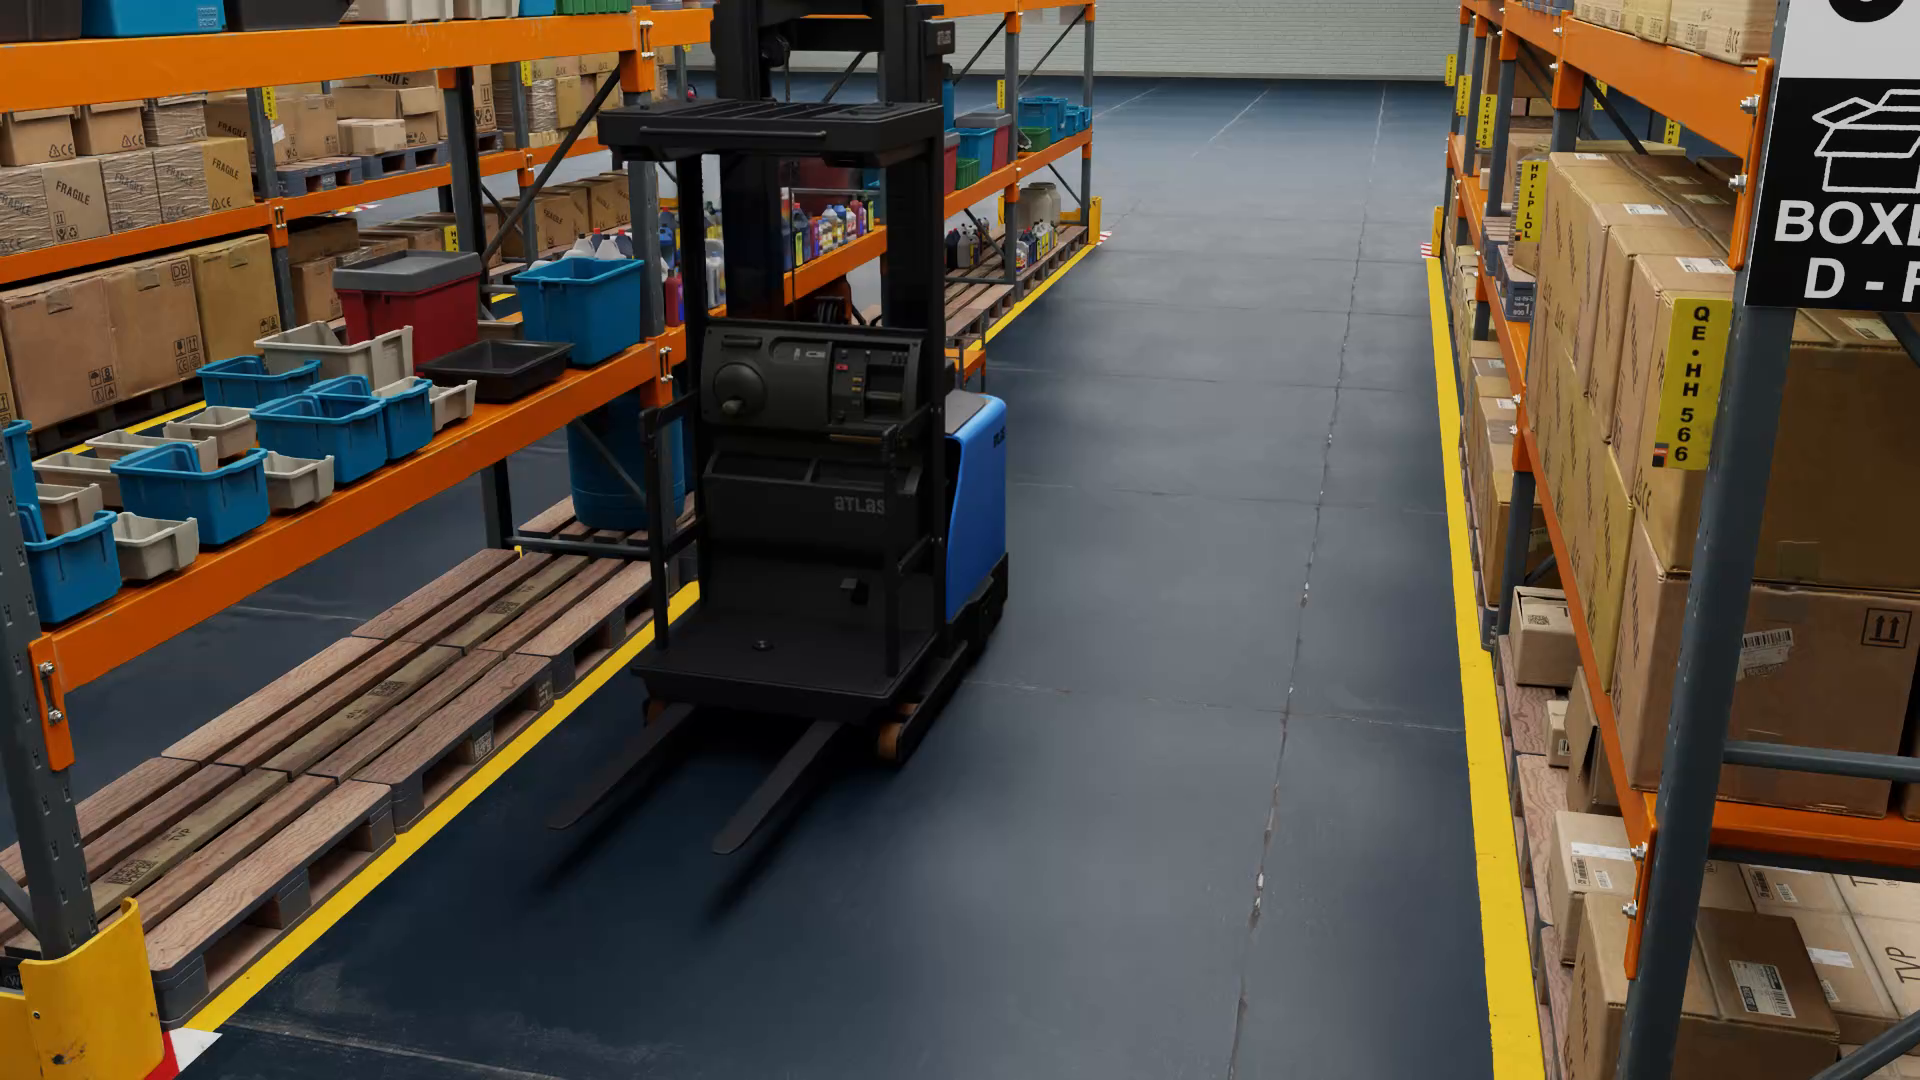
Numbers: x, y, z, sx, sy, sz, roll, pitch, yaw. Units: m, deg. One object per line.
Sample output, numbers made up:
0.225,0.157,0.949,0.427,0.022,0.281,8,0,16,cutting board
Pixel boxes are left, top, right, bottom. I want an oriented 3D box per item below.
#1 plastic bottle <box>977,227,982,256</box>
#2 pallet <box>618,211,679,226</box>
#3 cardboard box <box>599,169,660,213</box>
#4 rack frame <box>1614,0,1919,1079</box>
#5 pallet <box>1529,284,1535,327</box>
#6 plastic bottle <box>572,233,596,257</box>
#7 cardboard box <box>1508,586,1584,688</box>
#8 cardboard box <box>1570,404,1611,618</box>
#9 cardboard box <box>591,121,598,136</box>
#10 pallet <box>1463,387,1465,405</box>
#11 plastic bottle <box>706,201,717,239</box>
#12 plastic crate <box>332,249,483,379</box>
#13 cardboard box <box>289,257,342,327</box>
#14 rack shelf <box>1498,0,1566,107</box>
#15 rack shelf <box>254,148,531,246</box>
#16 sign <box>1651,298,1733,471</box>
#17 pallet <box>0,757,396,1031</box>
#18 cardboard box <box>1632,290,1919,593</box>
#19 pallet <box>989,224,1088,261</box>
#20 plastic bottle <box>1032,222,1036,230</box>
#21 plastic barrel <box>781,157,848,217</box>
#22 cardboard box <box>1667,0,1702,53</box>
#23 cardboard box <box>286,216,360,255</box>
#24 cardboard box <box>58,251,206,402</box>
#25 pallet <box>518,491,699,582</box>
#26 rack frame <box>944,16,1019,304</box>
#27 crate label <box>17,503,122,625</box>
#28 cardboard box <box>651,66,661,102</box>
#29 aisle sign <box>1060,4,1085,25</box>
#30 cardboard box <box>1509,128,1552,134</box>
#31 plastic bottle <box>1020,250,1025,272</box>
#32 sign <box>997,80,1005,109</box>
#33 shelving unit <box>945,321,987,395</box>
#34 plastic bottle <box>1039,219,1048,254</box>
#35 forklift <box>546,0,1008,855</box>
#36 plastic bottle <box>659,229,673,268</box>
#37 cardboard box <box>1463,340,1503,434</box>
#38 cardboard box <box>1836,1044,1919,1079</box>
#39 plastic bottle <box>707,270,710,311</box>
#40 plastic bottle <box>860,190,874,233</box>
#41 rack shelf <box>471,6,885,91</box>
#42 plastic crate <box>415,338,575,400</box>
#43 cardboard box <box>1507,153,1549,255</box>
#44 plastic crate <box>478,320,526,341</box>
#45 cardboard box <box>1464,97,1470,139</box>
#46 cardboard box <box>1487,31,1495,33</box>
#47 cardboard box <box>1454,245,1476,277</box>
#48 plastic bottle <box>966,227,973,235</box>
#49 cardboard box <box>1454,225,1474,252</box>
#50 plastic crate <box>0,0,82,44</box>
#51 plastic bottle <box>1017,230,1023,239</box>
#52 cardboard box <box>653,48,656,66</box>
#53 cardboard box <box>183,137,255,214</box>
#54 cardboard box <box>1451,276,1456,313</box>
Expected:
0.184,-3.047,16.990,0.061,0.283,0.133,5,19,13,plastic bottle
-4.044,-3.745,19.827,1.003,0.211,1.213,5,19,13,pallet
-3.961,-4.162,19.950,0.500,0.500,0.500,9,21,23,cardboard box
1.907,0.458,3.206,0.949,2.616,0.053,5,19,13,rack frame
3.182,-0.947,7.617,1.003,0.211,1.213,5,19,13,pallet
-2.014,-1.479,8.953,0.144,0.351,0.185,5,19,13,plastic bottle
2.569,0.383,6.906,0.500,0.311,0.500,5,19,13,cardboard box
2.000,-0.070,4.598,0.500,0.500,0.500,5,19,14,cardboard box
-4.072,-4.483,18.060,0.380,0.149,0.250,5,19,13,cardboard box
4.097,-0.985,11.745,1.003,0.211,1.213,5,19,13,pallet
-1.610,-2.021,10.645,0.061,0.283,0.133,5,19,13,plastic bottle
-2.383,-0.987,7.245,0.402,0.464,0.583,5,19,13,plastic crate
-5.603,-2.070,13.794,0.700,0.500,0.500,4,19,10,cardboard box
3.370,-2.502,8.344,1.077,0.370,4.000,5,19,13,rack shelf
-5.258,-3.120,14.794,1.077,0.370,4.000,5,19,13,rack shelf
1.370,-0.290,3.115,0.100,0.325,0.005,5,19,13,sign
-2.660,1.129,5.554,1.003,0.211,1.213,5,19,13,pallet
1.746,-0.224,3.501,0.500,0.500,0.500,4,19,13,cardboard box
0.834,-3.348,18.664,1.003,0.211,1.213,5,19,13,pallet
0.795,-3.193,17.418,0.061,0.283,0.133,5,19,13,plastic bottle
-1.124,-2.676,12.171,0.600,0.536,0.708,5,19,13,plastic barrel
1.906,-1.229,3.735,0.500,0.250,0.500,5,19,13,cardboard box
-5.492,-2.593,14.165,0.500,0.250,0.500,7,20,20,cardboard box
-6.161,-1.533,11.673,1.225,0.875,0.875,5,19,14,cardboard box
-1.692,-0.107,9.175,1.003,0.211,1.213,5,19,13,pallet
0.033,-3.696,15.367,1.000,3.000,0.127,5,19,13,rack frame
-2.519,0.065,4.523,0.416,0.233,0.303,5,19,13,crate label
-3.959,-5.192,19.134,0.875,0.500,0.500,5,19,13,cardboard box
1.316,-6.179,18.615,0.394,0.787,0.004,5,19,13,aisle sign
4.503,-2.946,13.018,0.500,0.500,0.500,6,20,17,cardboard box
0.586,-2.709,16.126,0.097,0.201,0.097,0,19,0,plastic bottle
0.478,-5.125,19.124,0.100,0.325,0.005,5,19,13,sign
-0.040,-0.516,8.842,0.258,1.200,0.503,5,19,13,shelving unit
0.828,-3.121,17.103,0.144,0.351,0.185,5,20,16,plastic bottle
-0.665,-0.643,6.534,1.130,2.935,3.031,5,20,15,forklift
-1.711,-1.660,9.606,0.097,0.271,0.097,0,19,0,plastic bottle
3.470,-0.955,10.529,0.500,0.500,0.500,6,20,16,cardboard box
2.400,1.408,4.128,0.380,0.166,0.250,5,19,13,cardboard box
-1.351,-1.319,8.607,0.097,0.271,0.097,0,19,0,plastic bottle
-0.629,-2.226,11.246,0.061,0.283,0.133,5,19,13,plastic bottle
-1.433,-2.894,9.493,1.077,0.370,4.000,5,19,13,rack shelf
-1.934,-0.715,6.972,0.437,0.125,0.590,5,19,13,plastic crate
3.405,-1.818,9.065,0.700,0.500,0.500,9,21,24,cardboard box
-2.174,-0.957,7.665,0.396,0.136,0.243,5,19,13,plastic crate
5.686,-4.459,17.448,0.700,0.500,0.500,5,19,13,cardboard box
5.183,-4.420,15.325,0.700,0.500,0.500,5,19,13,cardboard box
4.493,-2.357,14.183,0.500,0.311,0.500,5,19,14,cardboard box
0.081,-3.052,17.015,0.152,0.276,0.135,5,19,14,plastic bottle
4.870,-2.874,15.406,0.500,0.500,0.500,5,19,13,cardboard box
-2.534,-1.391,4.181,0.497,0.269,0.590,5,19,13,plastic crate
0.633,-3.032,16.956,0.152,0.276,0.135,5,19,13,plastic bottle
-3.804,-5.653,18.935,0.500,0.500,0.500,5,19,13,cardboard box
-5.627,-2.706,12.316,0.500,0.500,0.500,5,20,15,cardboard box
4.497,-2.094,14.282,0.500,0.250,0.500,4,19,12,cardboard box
